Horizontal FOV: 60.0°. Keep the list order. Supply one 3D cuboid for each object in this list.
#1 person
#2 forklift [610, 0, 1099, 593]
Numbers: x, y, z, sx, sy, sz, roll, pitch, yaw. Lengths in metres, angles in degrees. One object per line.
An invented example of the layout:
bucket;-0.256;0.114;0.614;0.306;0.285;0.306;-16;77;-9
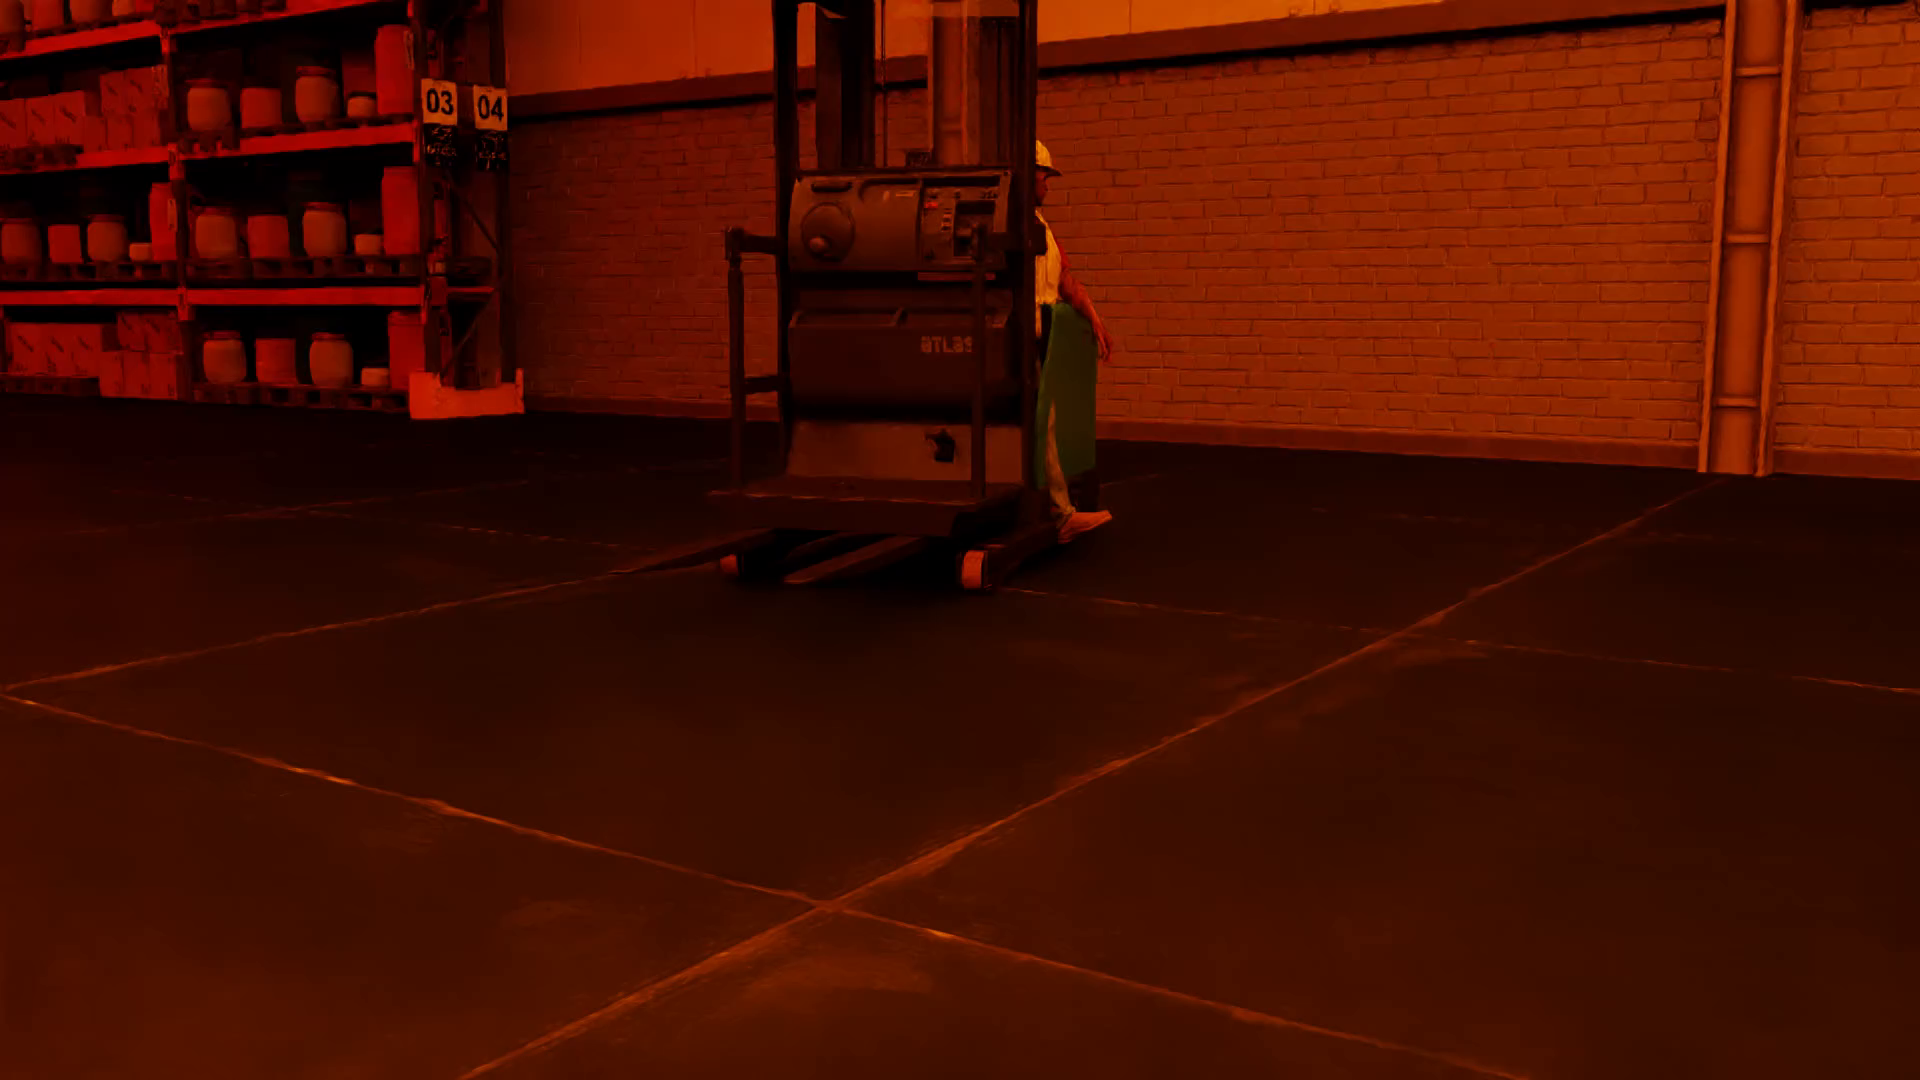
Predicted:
person;0.310;-0.853;7.096;0.880;1.726;0.737;4;9;27
forklift;-0.312;-1.316;6.449;1.130;2.935;3.031;3;9;19
